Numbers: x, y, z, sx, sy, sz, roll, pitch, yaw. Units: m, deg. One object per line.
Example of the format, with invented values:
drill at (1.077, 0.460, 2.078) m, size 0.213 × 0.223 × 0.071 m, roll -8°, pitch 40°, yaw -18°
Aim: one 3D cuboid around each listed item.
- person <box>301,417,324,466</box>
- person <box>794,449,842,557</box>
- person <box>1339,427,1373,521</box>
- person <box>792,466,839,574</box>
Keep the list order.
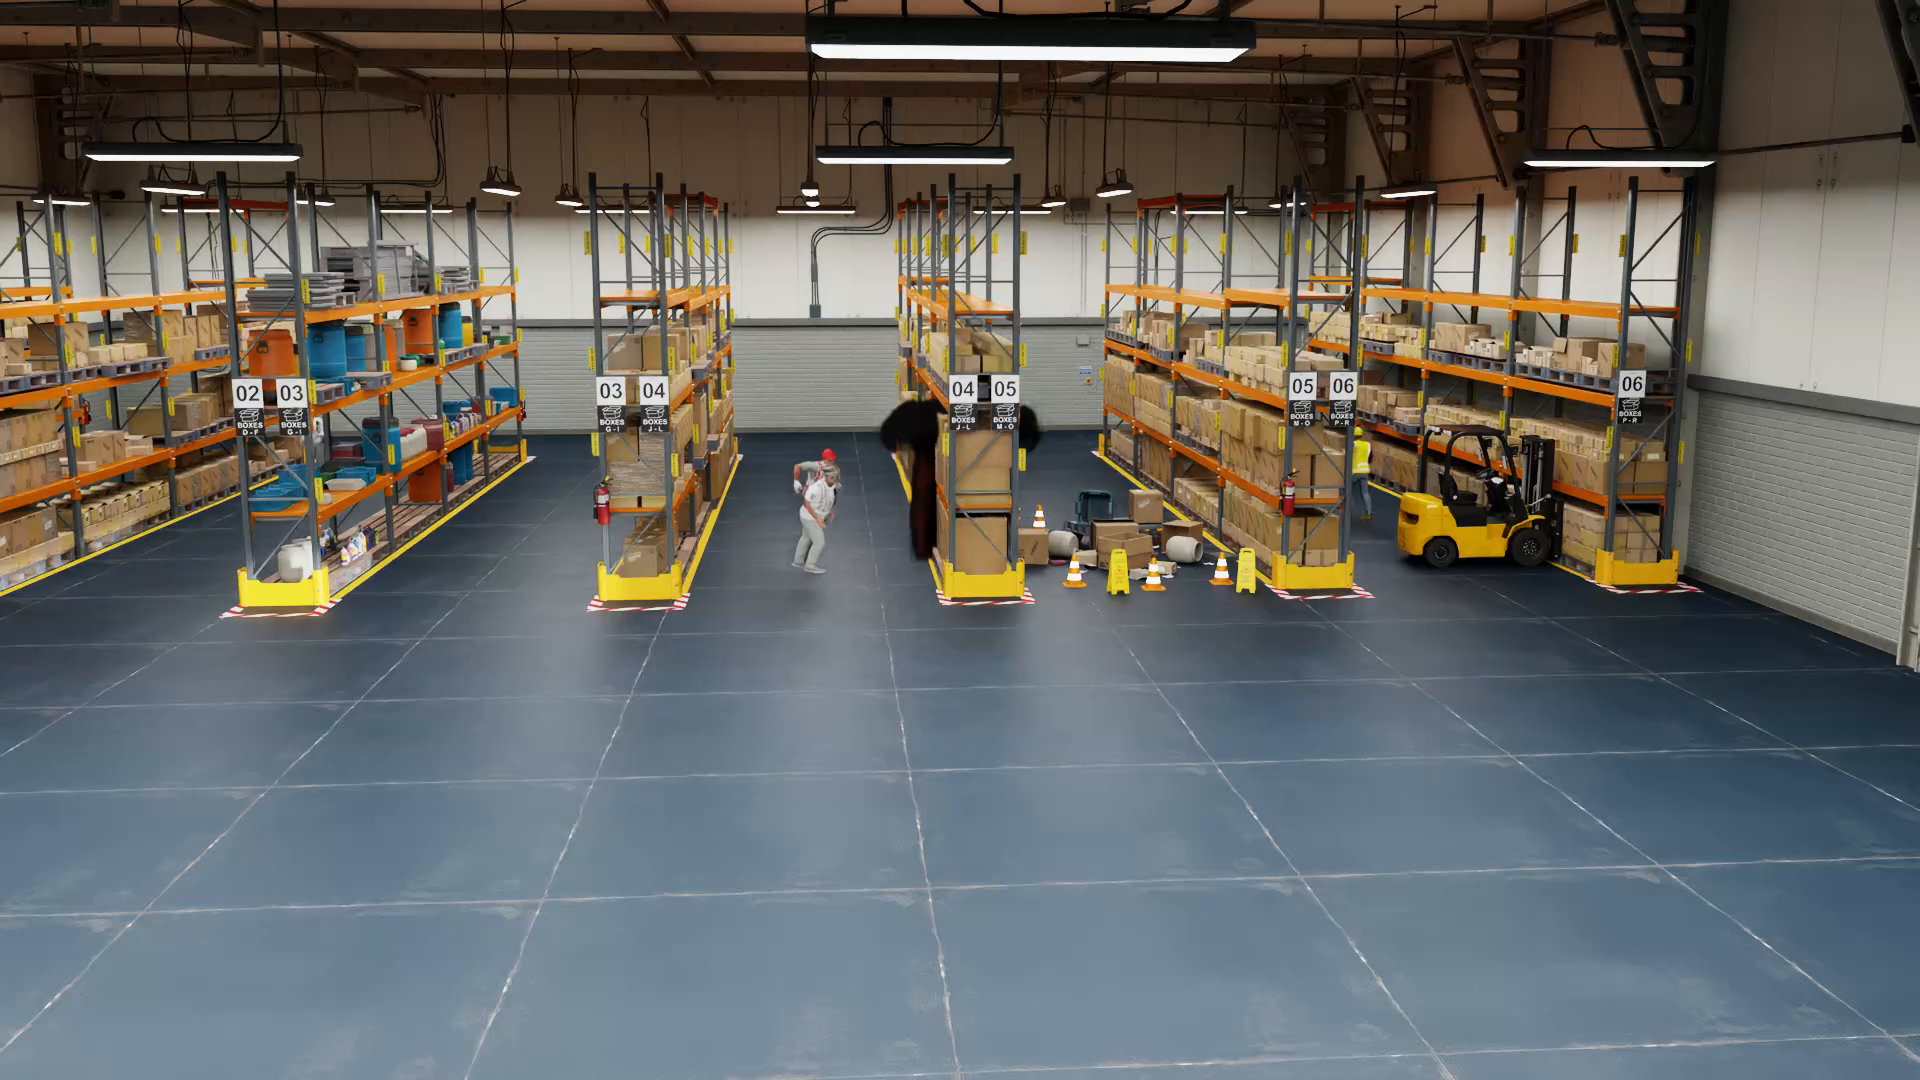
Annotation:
person at (-13.713, -2.017, 35.276) m, size 0.592 × 1.716 × 0.694 m, roll -2°, pitch 10°, yaw -14°
person at (-2.232, -0.586, 25.807) m, size 0.712 × 1.705 × 0.954 m, roll -8°, pitch 13°, yaw -37°
person at (7.273, -1.177, 30.361) m, size 0.716 × 1.754 × 0.975 m, roll -2°, pitch 10°, yaw -14°
person at (-2.119, -0.301, 24.233) m, size 0.868 × 1.628 × 0.716 m, roll 3°, pitch 10°, yaw 17°
